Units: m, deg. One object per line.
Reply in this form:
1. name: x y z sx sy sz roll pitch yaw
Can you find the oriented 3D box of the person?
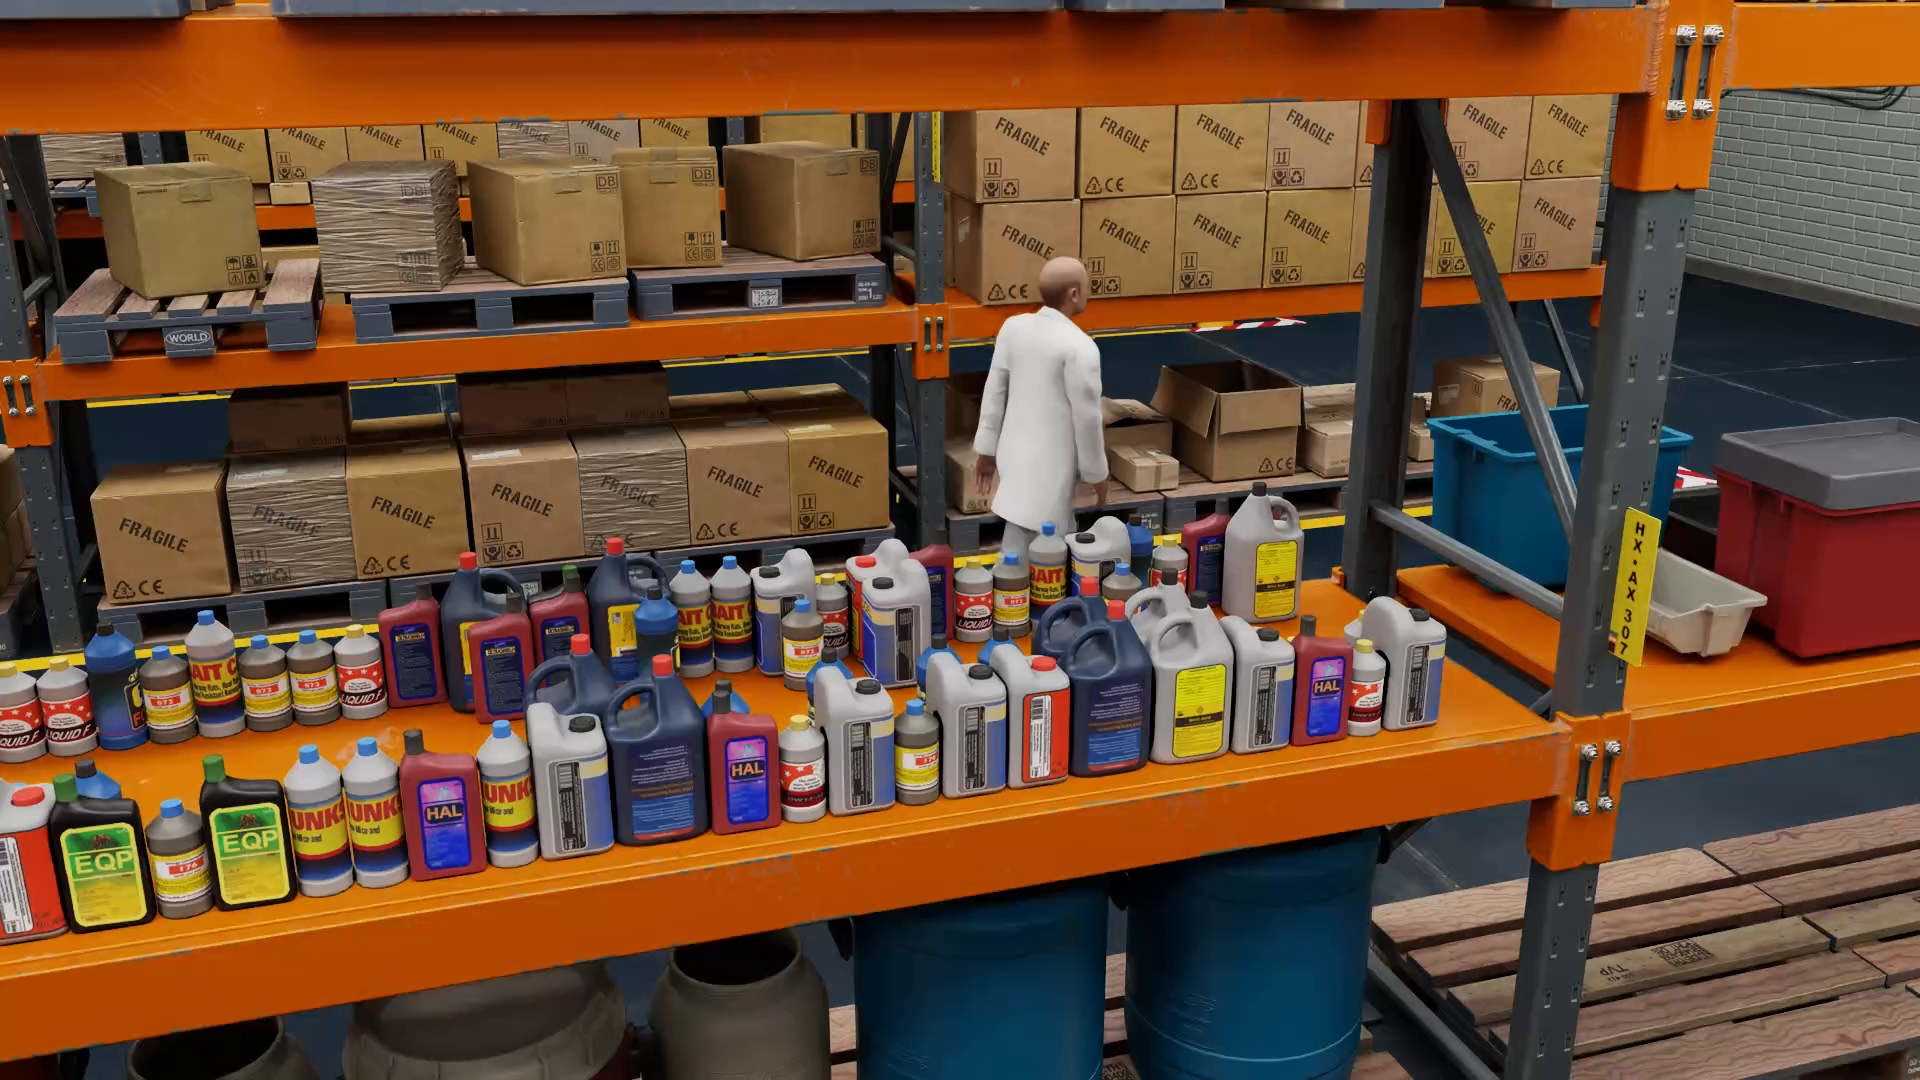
1. person: 0.387 -0.304 6.960 0.915 1.760 0.590 -11 22 -28
